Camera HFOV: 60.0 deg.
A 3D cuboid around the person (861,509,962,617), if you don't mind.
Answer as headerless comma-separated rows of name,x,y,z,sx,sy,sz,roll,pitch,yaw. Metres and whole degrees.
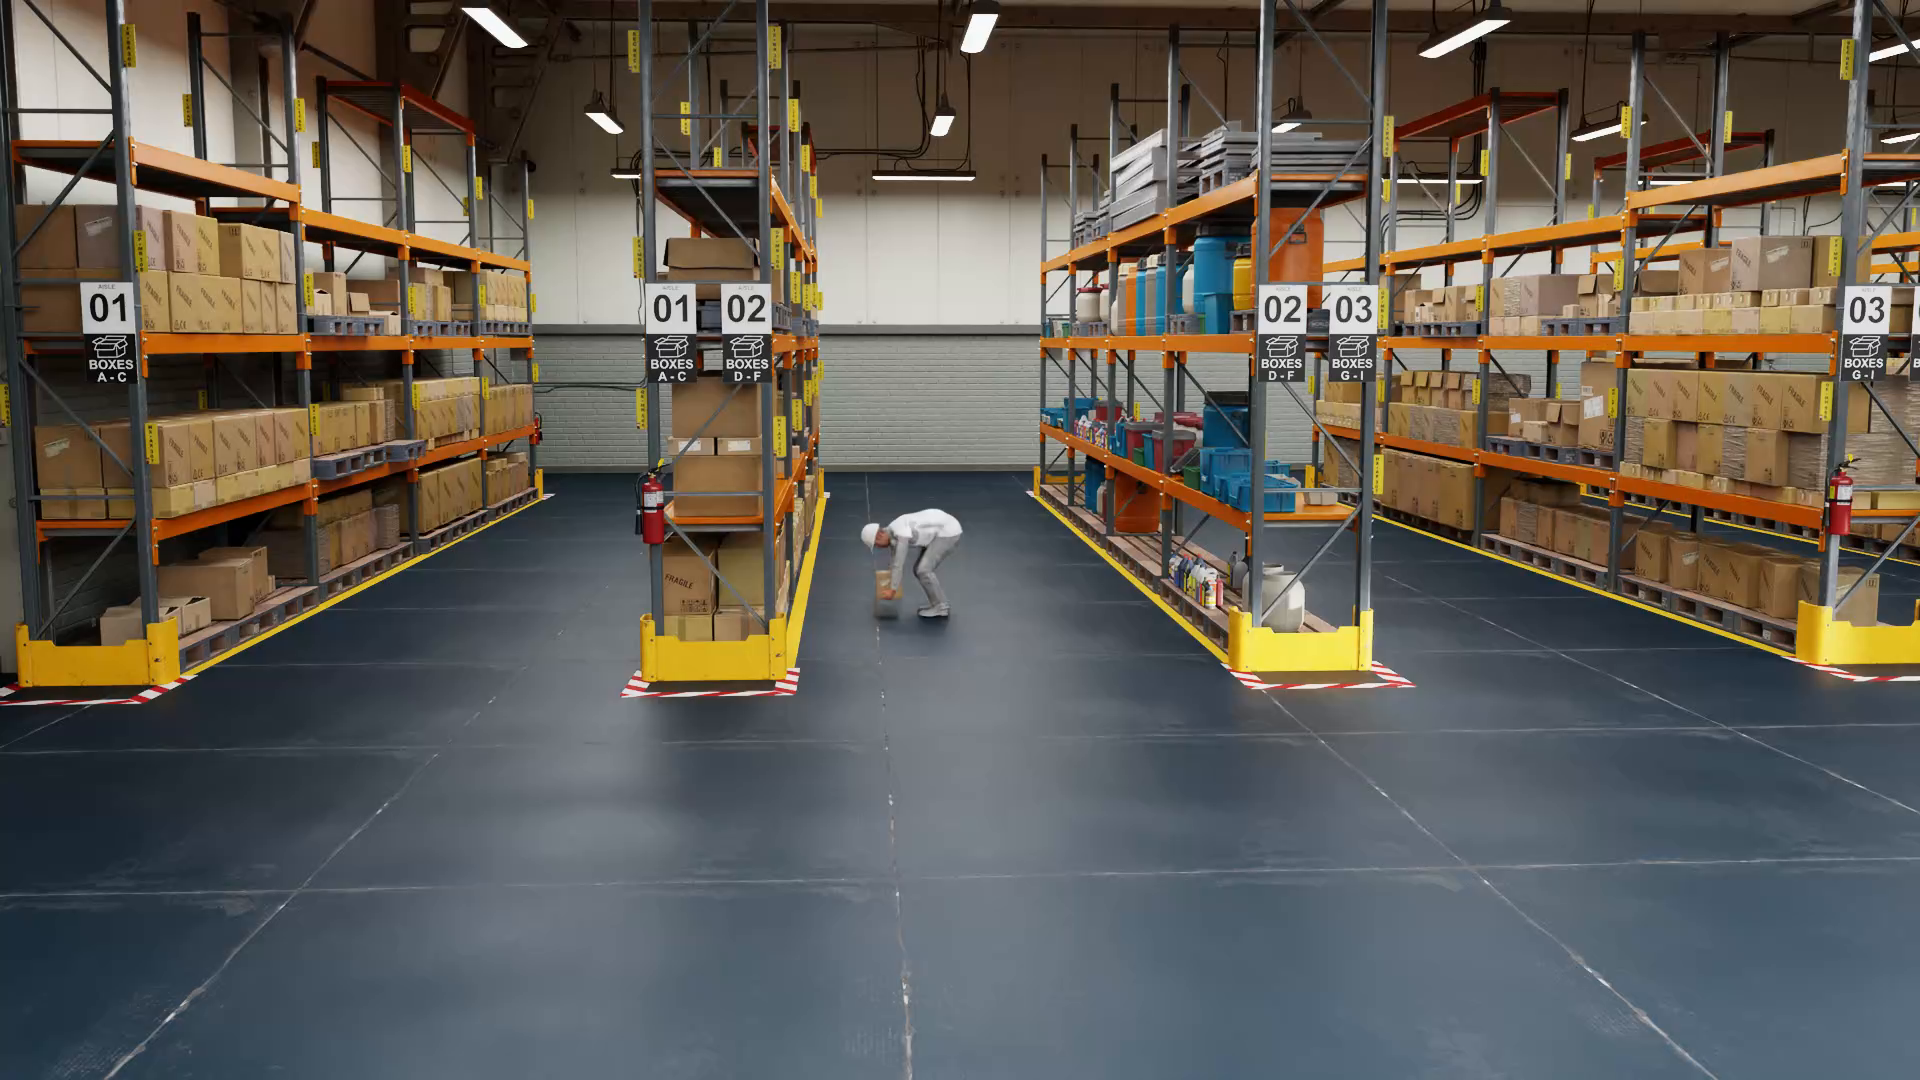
person,-0.486,0.226,16.724,1.009,1.066,0.489,-1,7,-6
